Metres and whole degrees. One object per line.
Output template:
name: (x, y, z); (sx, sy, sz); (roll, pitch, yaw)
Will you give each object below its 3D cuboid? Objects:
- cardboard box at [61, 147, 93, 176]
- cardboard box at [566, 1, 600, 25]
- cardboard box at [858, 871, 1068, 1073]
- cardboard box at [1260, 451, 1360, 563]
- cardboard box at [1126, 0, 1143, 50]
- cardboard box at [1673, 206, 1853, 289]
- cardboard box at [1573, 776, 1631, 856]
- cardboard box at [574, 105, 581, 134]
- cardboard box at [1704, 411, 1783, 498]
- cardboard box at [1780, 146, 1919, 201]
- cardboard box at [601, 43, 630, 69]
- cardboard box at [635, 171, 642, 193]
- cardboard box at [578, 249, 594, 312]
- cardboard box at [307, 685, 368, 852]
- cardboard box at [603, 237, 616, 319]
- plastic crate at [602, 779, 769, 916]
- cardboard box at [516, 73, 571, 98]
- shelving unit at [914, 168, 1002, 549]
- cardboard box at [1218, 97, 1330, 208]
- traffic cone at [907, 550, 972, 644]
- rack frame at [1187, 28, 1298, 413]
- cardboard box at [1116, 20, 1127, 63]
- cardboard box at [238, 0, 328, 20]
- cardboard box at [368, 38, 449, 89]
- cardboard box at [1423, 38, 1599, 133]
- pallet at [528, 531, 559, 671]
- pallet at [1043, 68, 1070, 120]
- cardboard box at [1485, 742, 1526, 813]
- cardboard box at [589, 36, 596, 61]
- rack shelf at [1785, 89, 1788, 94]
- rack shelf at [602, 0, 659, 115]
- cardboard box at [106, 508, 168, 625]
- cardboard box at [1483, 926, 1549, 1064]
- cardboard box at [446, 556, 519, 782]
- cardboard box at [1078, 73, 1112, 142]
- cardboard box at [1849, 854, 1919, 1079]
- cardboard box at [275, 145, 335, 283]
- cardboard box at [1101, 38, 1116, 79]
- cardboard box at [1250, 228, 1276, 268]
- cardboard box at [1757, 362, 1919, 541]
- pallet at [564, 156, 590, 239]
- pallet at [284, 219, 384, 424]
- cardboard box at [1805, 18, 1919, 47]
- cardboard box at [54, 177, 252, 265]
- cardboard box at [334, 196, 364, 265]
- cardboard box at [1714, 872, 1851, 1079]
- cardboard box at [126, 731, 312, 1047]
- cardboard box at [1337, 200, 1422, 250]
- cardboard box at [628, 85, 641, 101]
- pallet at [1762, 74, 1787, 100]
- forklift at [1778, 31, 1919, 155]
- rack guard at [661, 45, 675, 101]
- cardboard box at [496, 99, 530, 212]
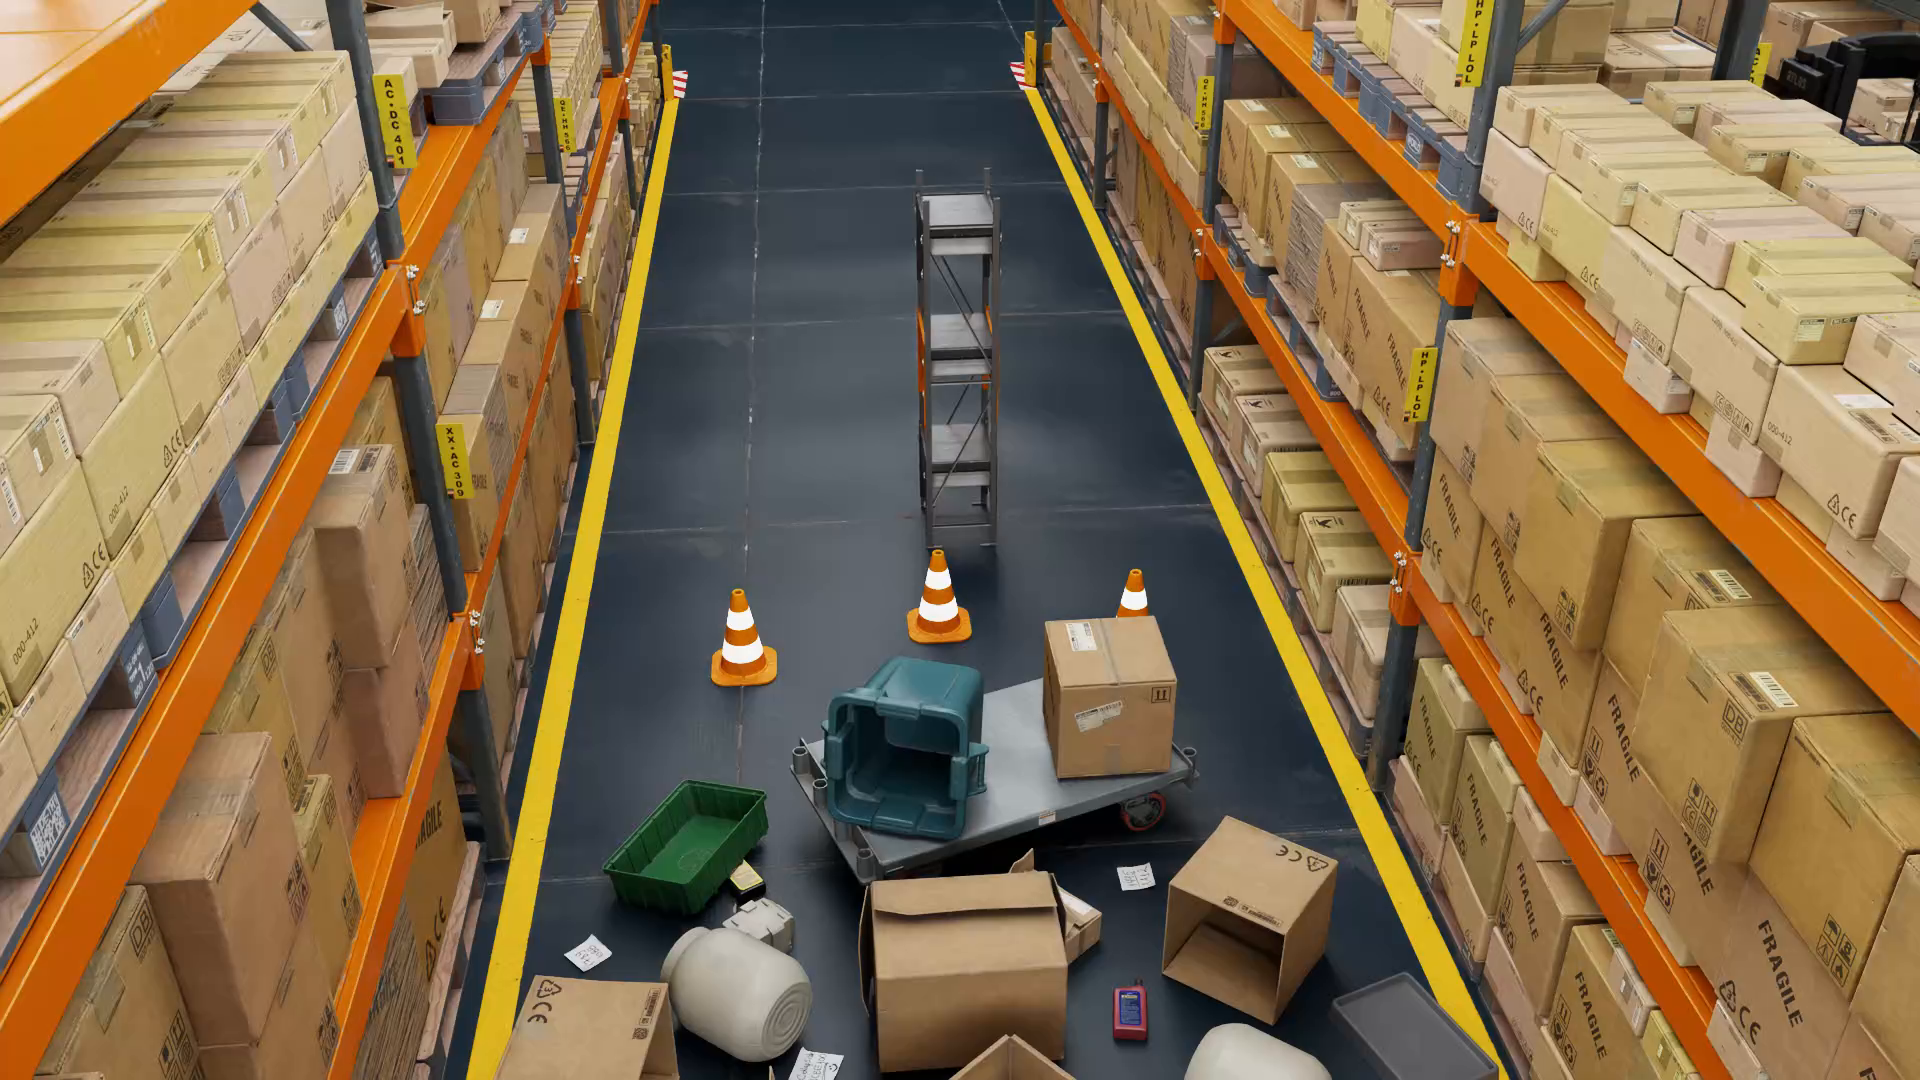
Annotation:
cardboard box: (-2.755, -1.154, 4.792); (0.380, 0.149, 0.250); (-3, 31, -5)
cardboard box: (-3.014, -4.086, 12.922); (0.380, 0.149, 0.250); (-1, 31, -2)
cardboard box: (0.013, 1.645, 6.374); (0.797, 0.637, 0.503); (-3, 31, -5)
cardboard box: (2.231, -0.200, 9.313); (0.950, 0.372, 0.625); (-2, 31, -3)
cardboard box: (1.547, -3.962, 12.386); (0.500, 0.500, 0.500); (-3, 31, -6)
cardboard box: (2.301, -0.842, 4.777); (0.380, 0.149, 0.250); (-3, 31, -5)
cardboard box: (2.292, 0.906, 5.553); (0.380, 0.149, 0.250); (-3, 31, -5)
cardboard box: (-2.839, -2.899, 11.515); (0.380, 0.149, 0.250); (-2, 31, -4)
cardboard box: (2.294, -0.247, 4.559); (0.380, 0.149, 0.250); (-3, 31, -5)
cardboard box: (2.858, -1.137, 5.271); (0.380, 0.149, 0.250); (-2, 31, -3)
cardboard box: (-2.947, -4.007, 13.778); (0.380, 0.149, 0.250); (-2, 31, -3)
cardboard box: (-2.960, -3.112, 14.406); (0.380, 0.149, 0.250); (-4, 31, -7)
cardboard box: (-2.696, -1.705, 10.976); (0.500, 0.250, 0.500); (-4, 31, -7)
cardboard box: (-2.445, 0.815, 5.315); (0.875, 0.550, 0.550); (-3, 31, -5)
cardboard box: (-2.788, -1.911, 12.053); (0.500, 0.500, 0.500); (-4, 31, -6)
plastic crate: (-1.178, 1.339, 7.270); (0.450, 0.188, 0.662); (4, 30, 26)
cardboard box: (-2.820, -3.021, 11.138); (0.380, 0.149, 0.250); (-1, 31, -2)
shelving unit: (-0.015, -0.986, 9.354); (0.431, 2.100, 0.503); (-3, 31, -5)
cardboard box: (1.858, -2.311, 9.897); (0.500, 0.500, 0.500); (-4, 31, -6)
traffic cone: (-0.112, 0.264, 8.857); (0.336, 0.463, 0.334); (-3, 31, -5)
rack frame: (2.046, -2.201, 10.510); (1.000, 3.000, 0.127); (-3, 31, -5)
cardboard box: (1.510, -3.890, 12.997); (0.500, 0.250, 0.500); (-2, 31, -4)
cardboard box: (-2.882, -2.227, 7.208); (0.500, 0.311, 0.500); (-4, 31, -6)
cardboard box: (-2.371, -2.001, 6.988); (0.380, 0.149, 0.250); (-3, 31, -5)
cardboard box: (2.221, -1.853, 6.740); (0.500, 0.250, 0.500); (-3, 31, -6)
pallet: (-2.763, 0.313, 9.021); (1.003, 0.211, 1.213); (-3, 31, -5)
pallet: (1.452, -4.683, 17.386); (1.003, 0.211, 1.213); (-3, 31, -5)
cardboard box: (2.208, 0.884, 6.253); (0.380, 0.149, 0.250); (-2, 31, -3)
cardboard box: (-2.966, -3.699, 12.564); (0.380, 0.149, 0.250); (-1, 31, -2)
rack shelf: (6.801, -3.153, 12.805); (1.077, 0.370, 4.000); (-3, 31, -5)
rack shelf: (-3.433, -4.666, 15.339); (1.077, 0.370, 4.000); (-3, 31, -5)
cardboard box: (-1.933, 0.063, 3.532); (0.380, 0.149, 0.250); (-3, 31, -4)
cardboard box: (2.320, 1.699, 6.254); (0.500, 0.250, 0.500); (-3, 31, -5)
cardboard box: (-2.646, 0.603, 7.600); (1.050, 0.750, 0.750); (-3, 31, -5)
cardboard box: (1.637, -4.106, 15.789); (0.875, 0.438, 0.875); (-4, 31, -6)
cardboard box: (2.529, 1.033, 3.733); (0.700, 0.500, 0.500); (-3, 31, -6)
cardboard box: (-2.150, -0.947, 4.835); (0.500, 0.250, 0.500); (-3, 31, -5)
cardboard box: (1.451, -3.941, 13.570); (0.500, 0.250, 0.500); (-3, 31, -6)
cardboard box: (1.869, -1.669, 9.455); (0.380, 0.149, 0.250); (-3, 31, -4)
cardboard box: (2.379, -0.237, 4.154); (0.500, 0.250, 0.500); (-2, 31, -3)
pallet: (-3.045, -2.188, 10.676); (1.213, 0.211, 1.003); (-3, 31, -5)
pallet: (-2.433, -0.701, 5.161); (1.003, 0.211, 1.213); (-3, 31, -5)
cardboard box: (6.651, -3.490, 12.157); (0.797, 0.503, 0.637); (-3, 31, -6)
cardboard box: (-2.030, -0.799, 4.199); (0.380, 0.149, 0.250); (-3, 31, -5)
cardboard box: (-2.123, -0.974, 5.268); (0.380, 0.149, 0.250); (-2, 31, -4)
cardboard box: (2.427, 1.193, 4.440); (0.500, 0.500, 0.500); (-3, 31, -4)
cardboard box: (-2.182, 0.884, 4.145); (0.875, 0.550, 0.550); (-3, 31, -5)
cardboard box: (2.026, -1.503, 7.912); (0.380, 0.149, 0.250); (-4, 31, -7)
cardboard box: (-3.193, -4.151, 15.565); (0.380, 0.149, 0.250); (-3, 31, -4)
pallet: (6.802, -3.351, 12.622); (1.003, 0.211, 1.213); (-3, 31, -5)
forklift: (4.667, -0.933, 8.454); (1.130, 2.935, 3.031); (-3, 31, -4)
rack guard: (-3.613, -4.884, 17.440); (1.175, 0.500, 0.348); (-3, 31, -5)
cardboard box: (-2.841, -2.154, 9.360); (0.700, 0.500, 0.500); (-3, 31, -5)
